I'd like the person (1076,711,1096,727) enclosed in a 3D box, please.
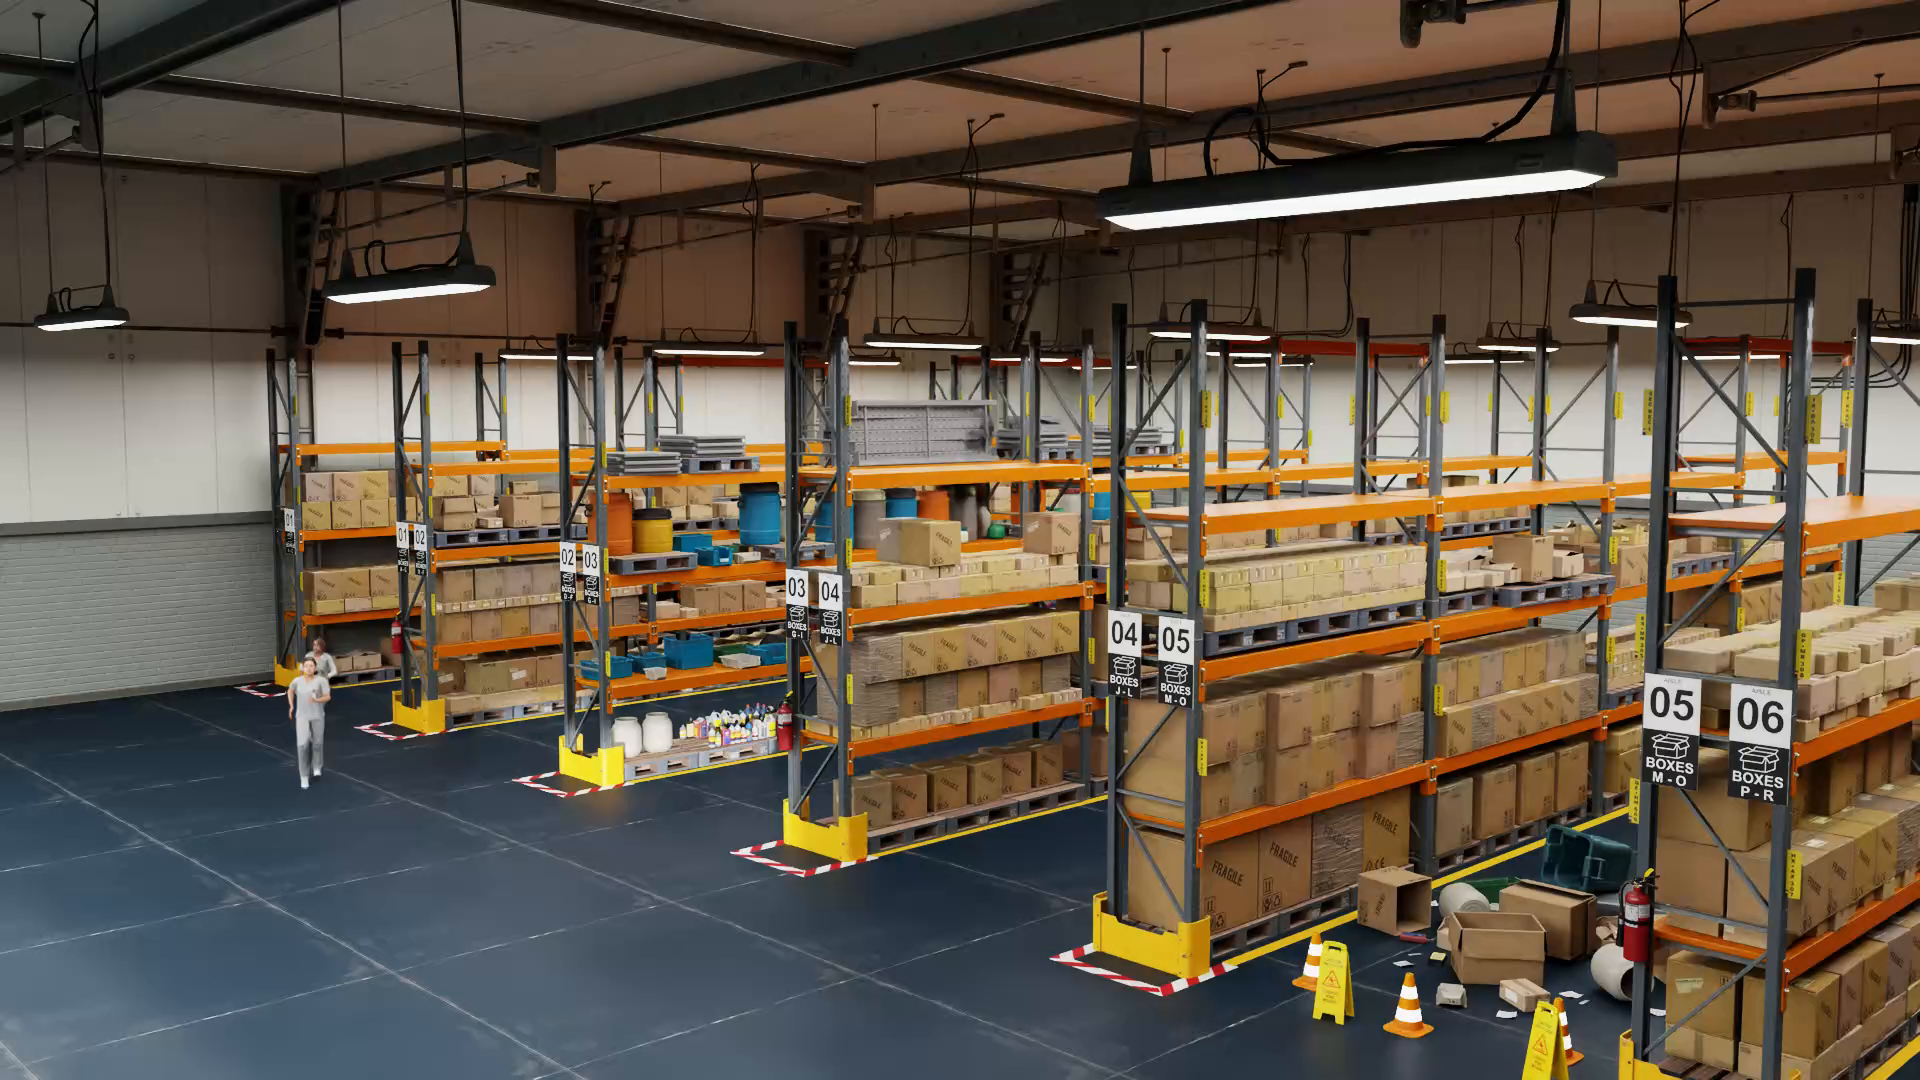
[{"bbox_3d":[1.758,1.975,24.233,0.817,1.699,0.583,-4,6,-39],"label":"person"}]

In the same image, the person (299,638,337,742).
[{"bbox_3d":[-9.554,2.234,24.730,0.567,1.567,0.549,-1,5,-8],"label":"person"}]

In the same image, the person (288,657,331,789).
[{"bbox_3d":[-8.669,2.412,22.178,0.536,1.728,0.764,-2,5,-20],"label":"person"}]
